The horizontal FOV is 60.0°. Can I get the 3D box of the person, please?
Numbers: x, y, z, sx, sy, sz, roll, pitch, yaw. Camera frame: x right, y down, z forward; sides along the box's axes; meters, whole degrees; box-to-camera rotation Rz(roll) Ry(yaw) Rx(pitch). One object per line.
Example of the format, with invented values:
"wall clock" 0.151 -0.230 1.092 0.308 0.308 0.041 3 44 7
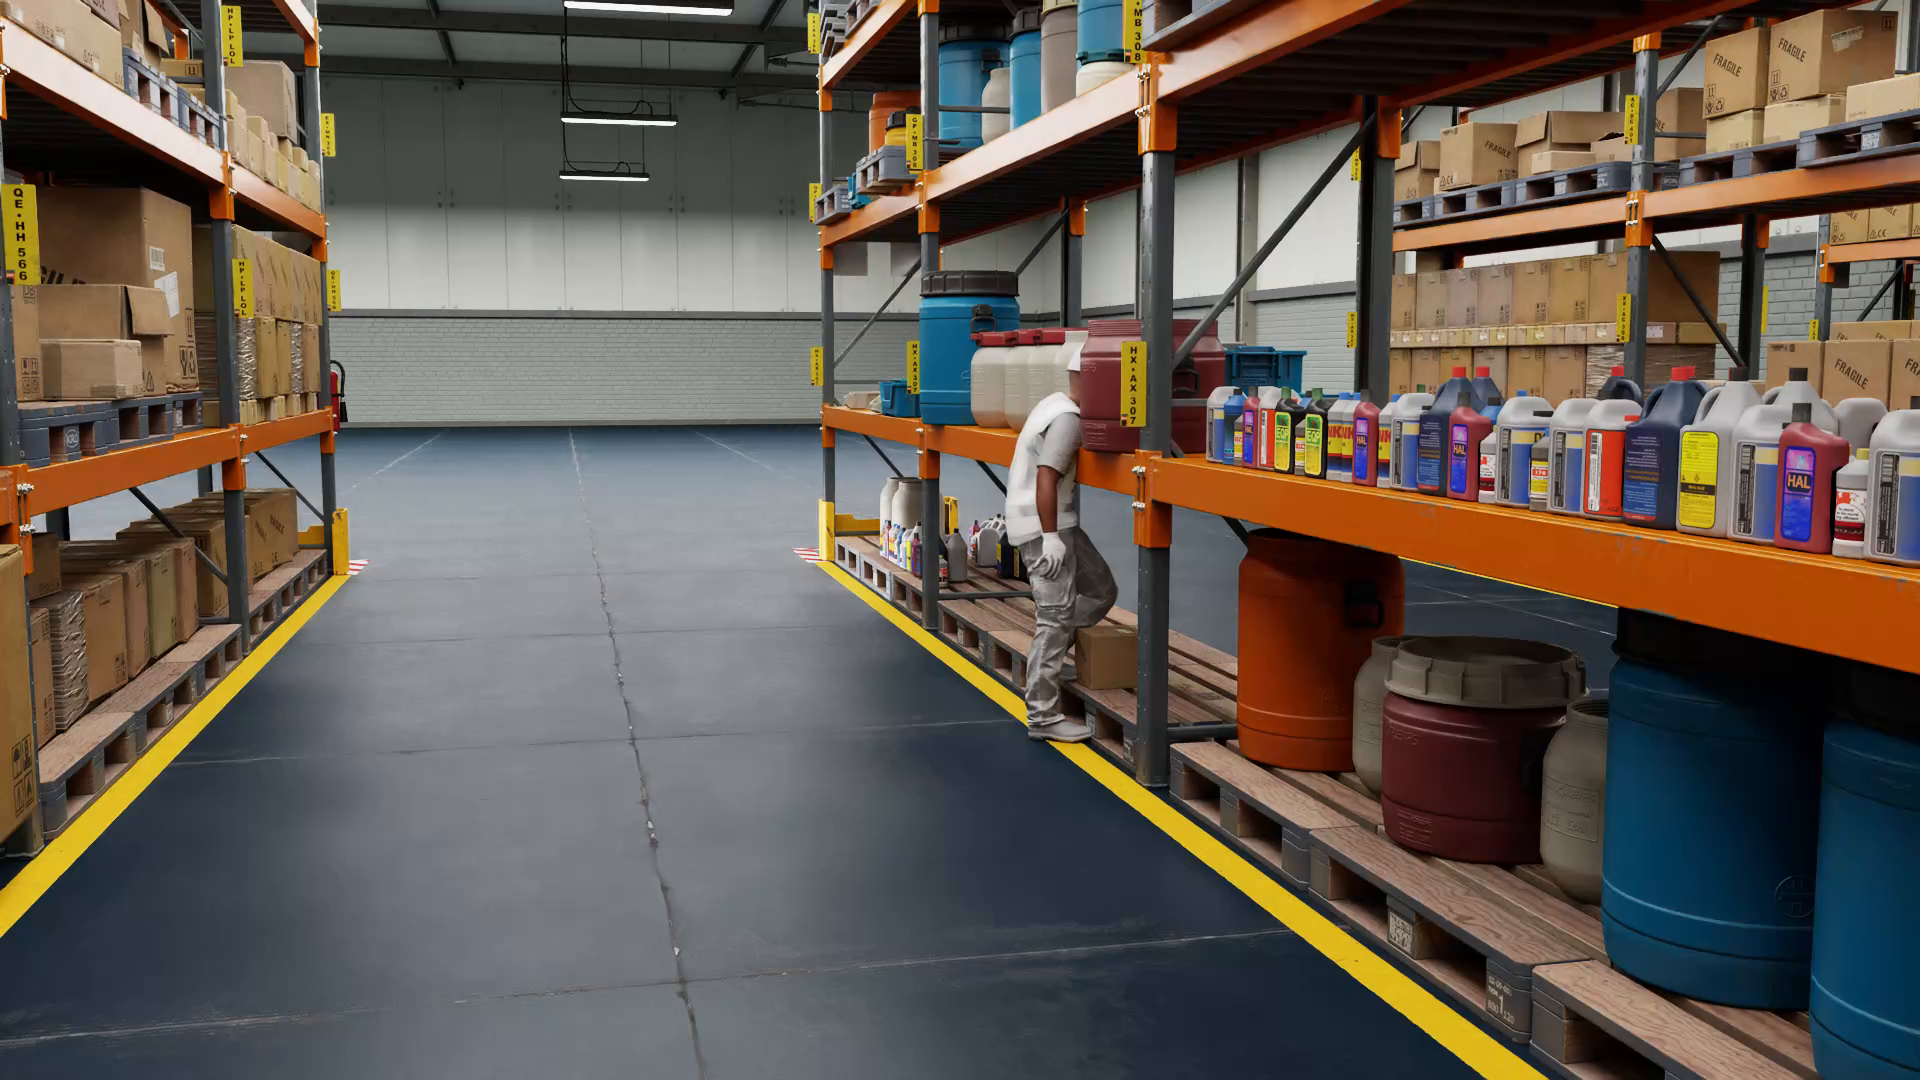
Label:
"person" 0.475 -0.003 7.481 0.541 1.751 0.616 0 6 3
